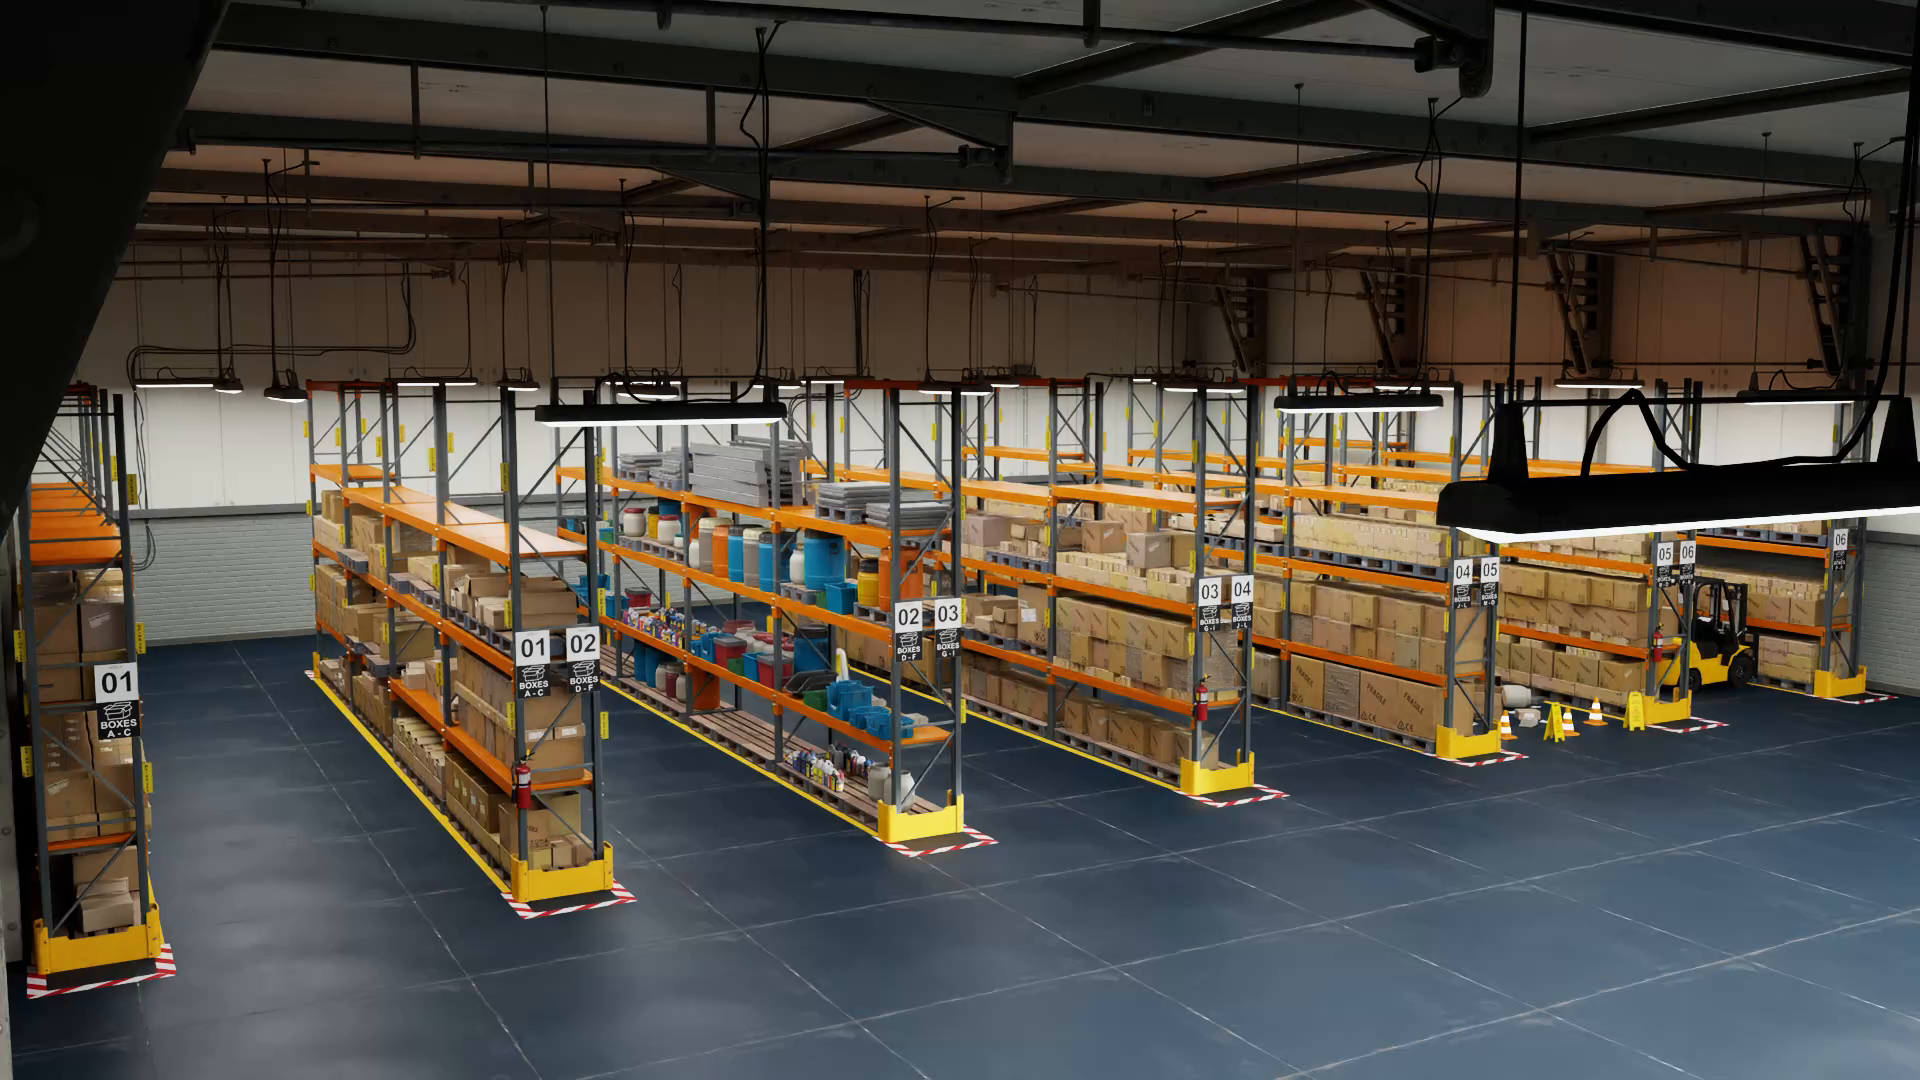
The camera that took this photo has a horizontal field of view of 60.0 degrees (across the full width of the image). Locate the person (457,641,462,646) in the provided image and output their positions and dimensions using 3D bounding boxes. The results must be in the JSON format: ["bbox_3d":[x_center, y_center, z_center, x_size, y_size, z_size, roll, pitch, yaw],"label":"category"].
[{"bbox_3d":[-9.738,2.000,32.954,0.492,1.634,0.818,-4,7,-31],"label":"person"}]

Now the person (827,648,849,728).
[{"bbox_3d":[-2.112,2.375,27.490,0.611,1.687,0.570,-1,6,-11],"label":"person"}]
